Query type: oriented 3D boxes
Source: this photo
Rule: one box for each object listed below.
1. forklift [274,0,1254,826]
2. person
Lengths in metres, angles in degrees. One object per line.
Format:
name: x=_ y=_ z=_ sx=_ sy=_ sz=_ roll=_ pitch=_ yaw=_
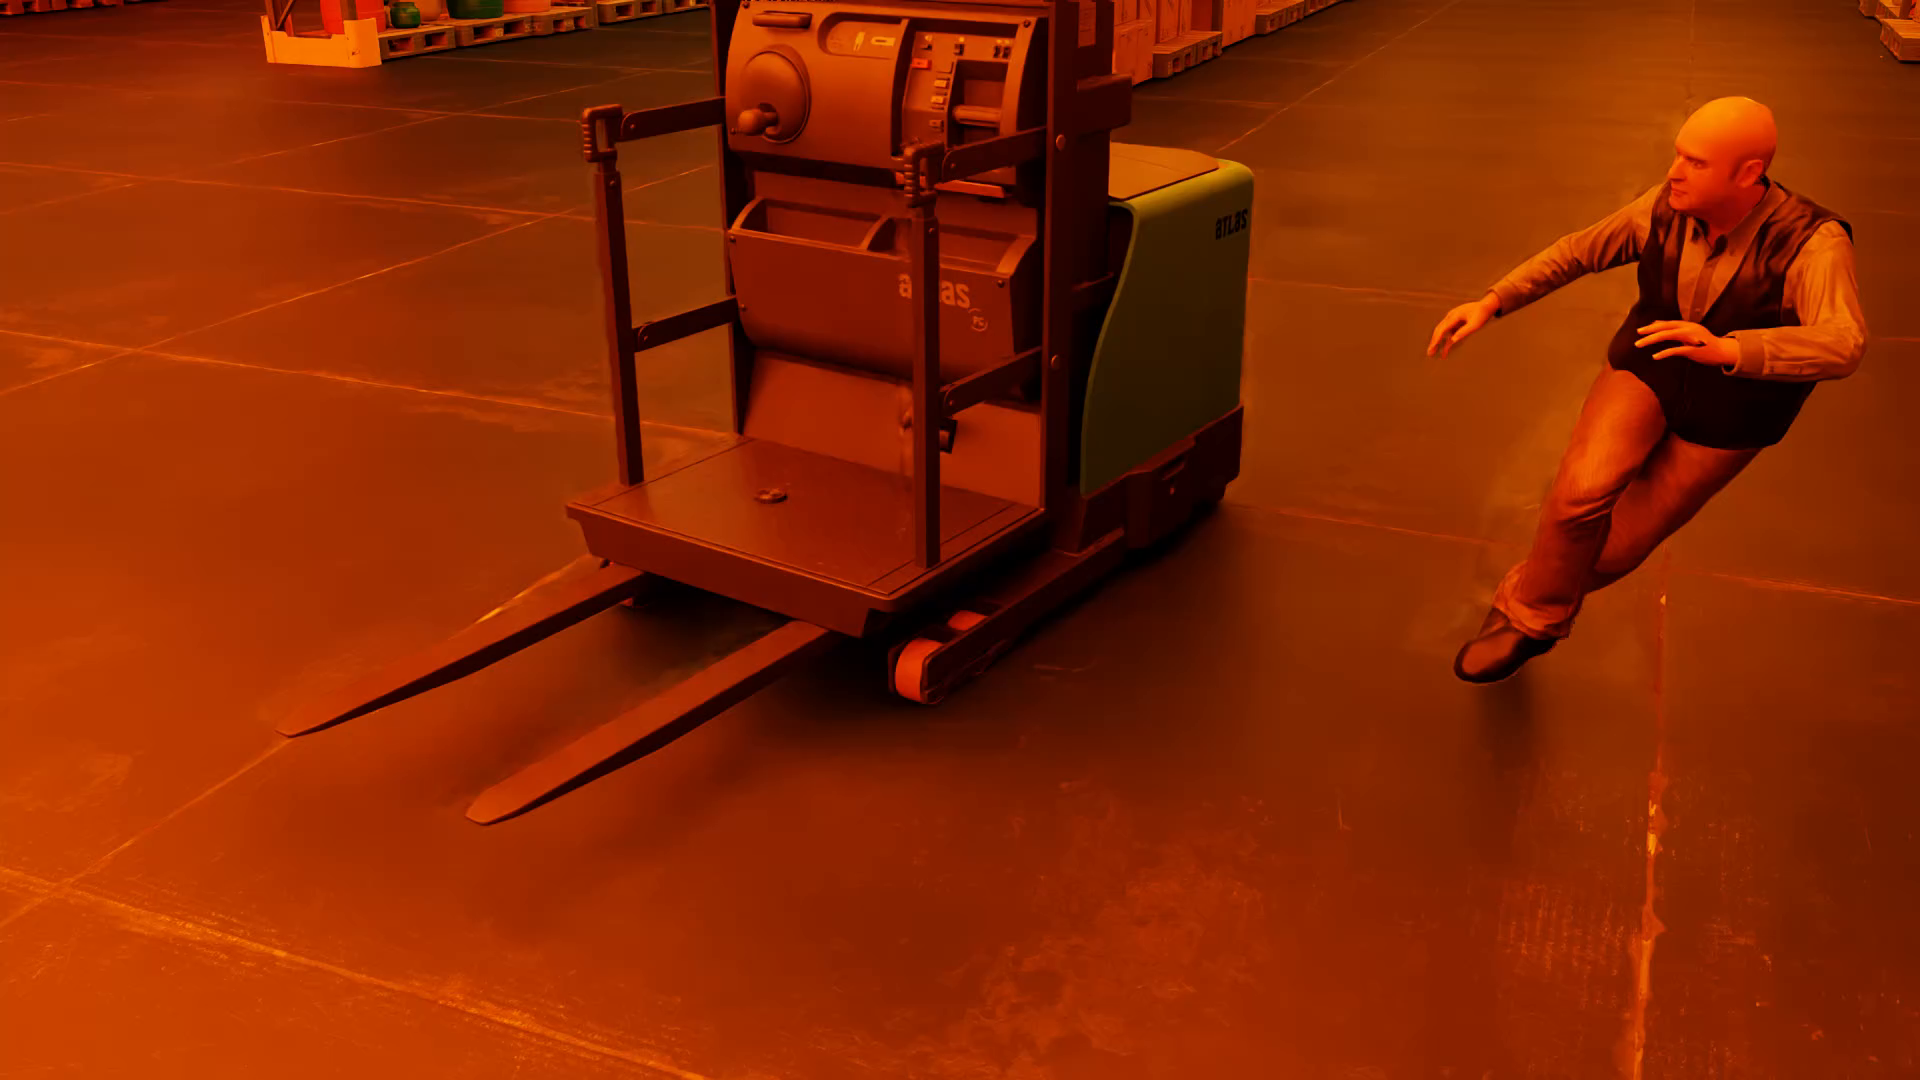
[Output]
forklift: x=-0.337 y=-1.153 z=4.050 sx=1.130 sy=2.935 sz=3.031 roll=15 pitch=27 yaw=31
person: x=1.536 y=-0.278 z=3.841 sx=0.960 sy=1.492 sz=0.876 roll=15 pitch=27 yaw=33
